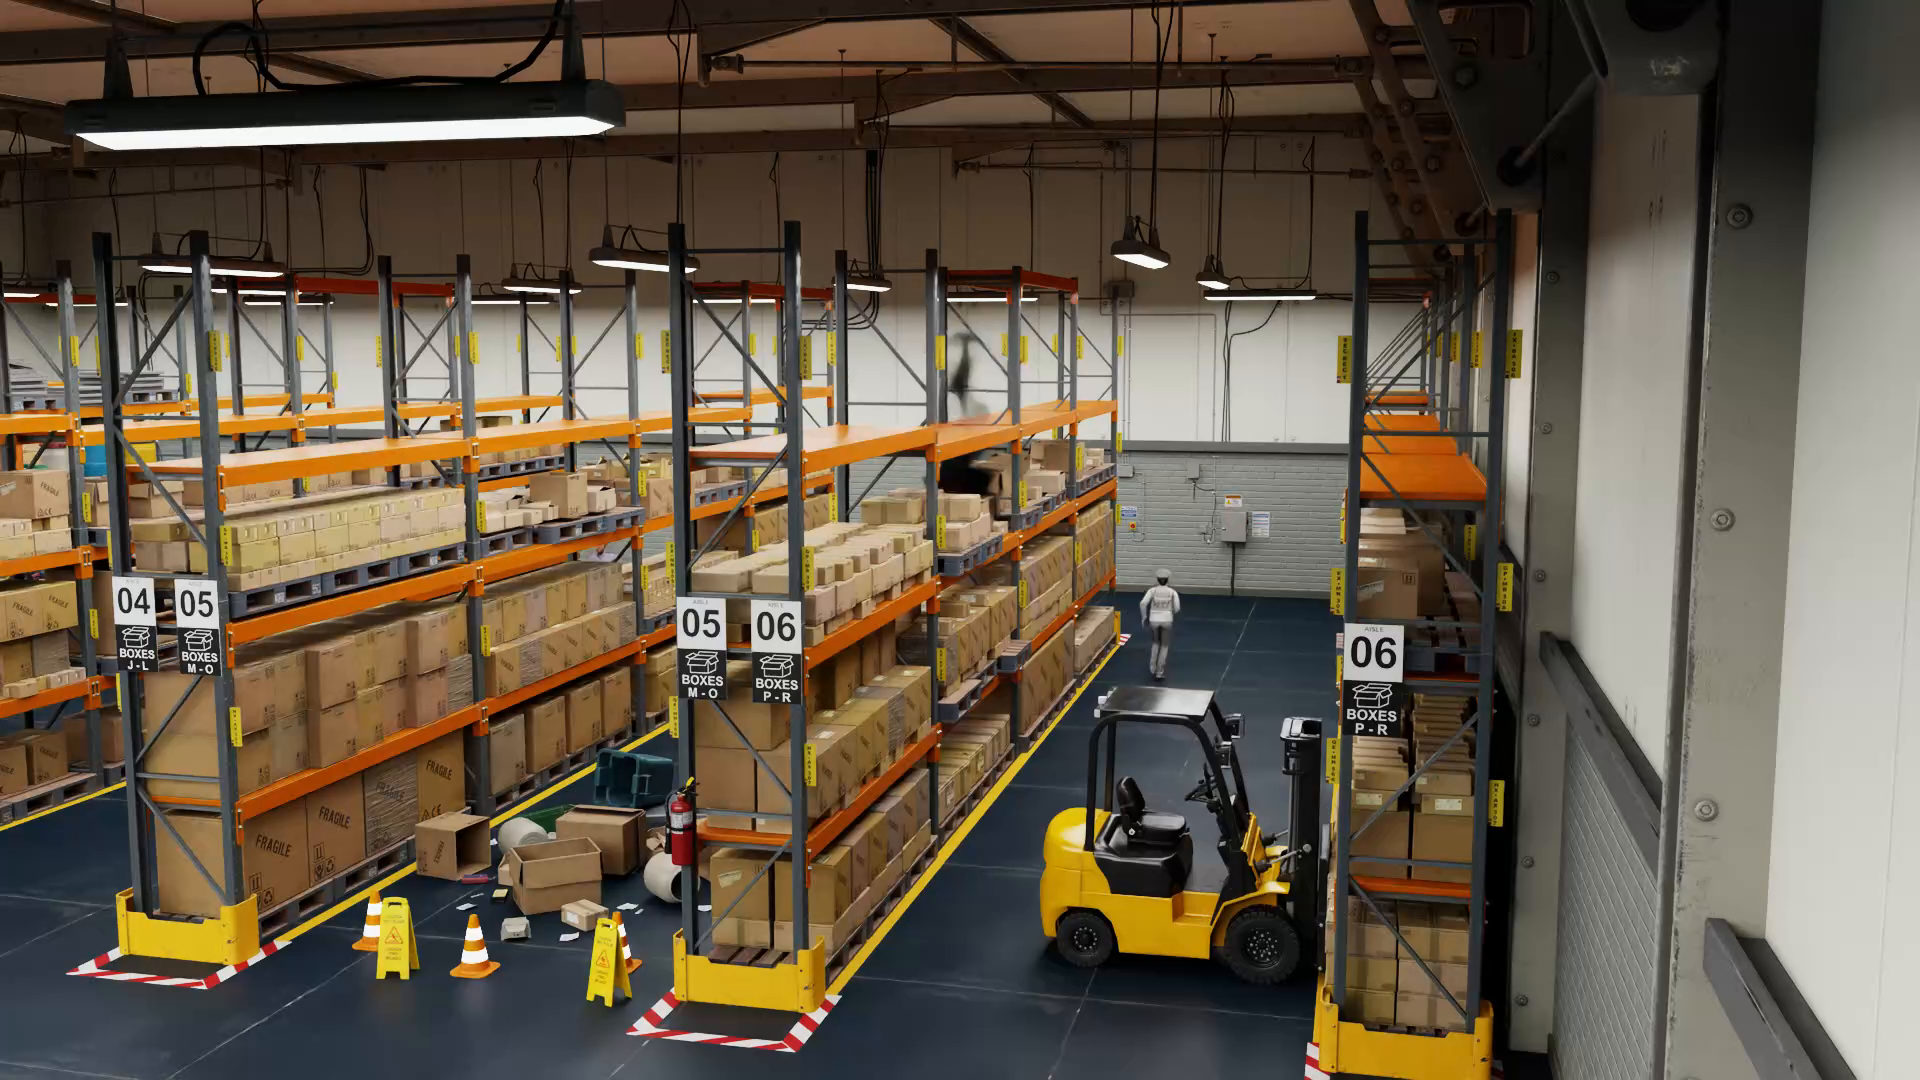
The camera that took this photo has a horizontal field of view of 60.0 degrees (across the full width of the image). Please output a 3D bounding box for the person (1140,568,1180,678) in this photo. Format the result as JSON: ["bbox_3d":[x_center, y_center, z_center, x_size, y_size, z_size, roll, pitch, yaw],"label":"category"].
[{"bbox_3d":[3.052,1.255,25.325,0.585,1.644,0.690,2,7,14],"label":"person"}]

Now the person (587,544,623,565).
[{"bbox_3d":[-6.203,0.836,28.891,0.582,1.710,0.766,1,7,10],"label":"person"}]
